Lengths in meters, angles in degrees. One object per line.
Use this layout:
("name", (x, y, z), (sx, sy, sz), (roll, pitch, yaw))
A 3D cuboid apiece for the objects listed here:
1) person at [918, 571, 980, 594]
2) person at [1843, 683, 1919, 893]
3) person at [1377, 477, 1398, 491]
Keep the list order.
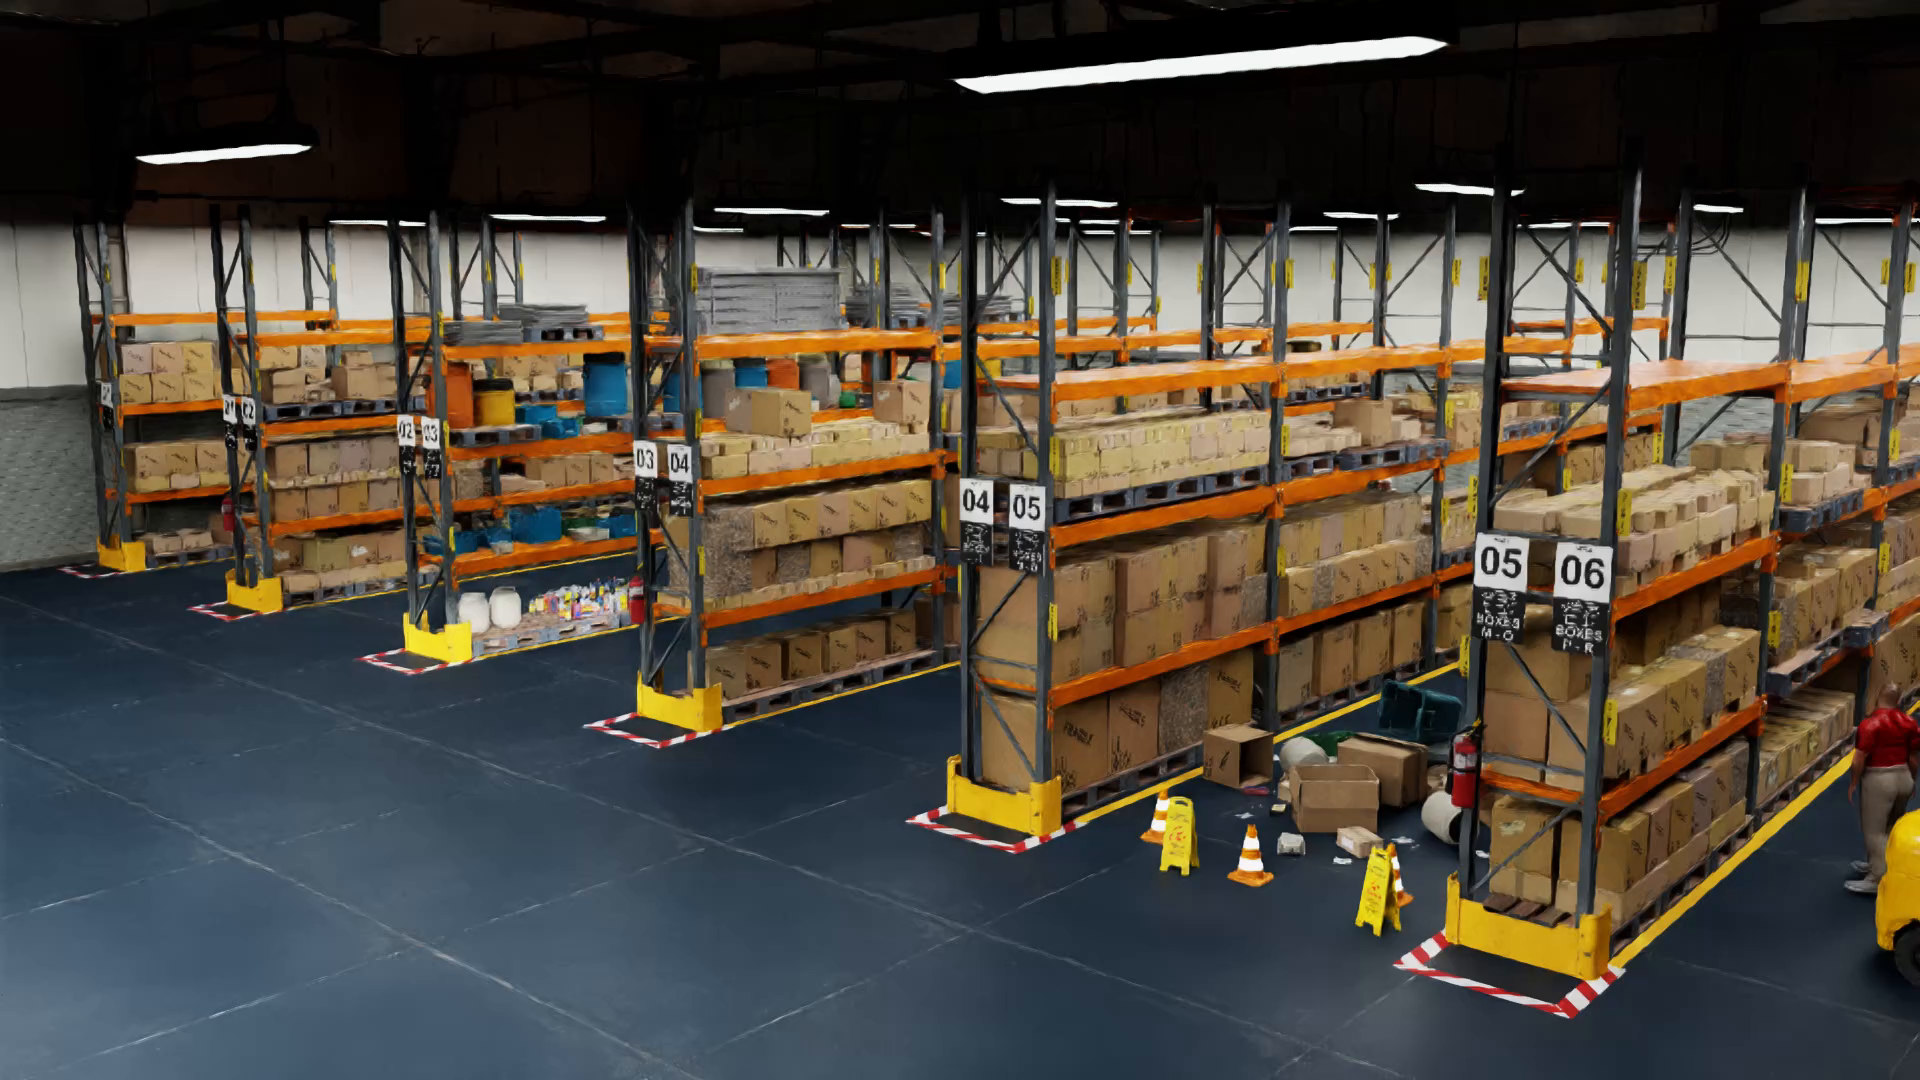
("person", (-0.112, -0.034, 24.580), (1.042, 1.705, 0.570), (-8, 12, -39))
("person", (7.651, 2.025, 13.842), (0.654, 1.723, 0.584), (-3, 10, -16))
("person", (7.120, -0.286, 27.820), (0.677, 1.726, 0.574), (7, 12, 38))
